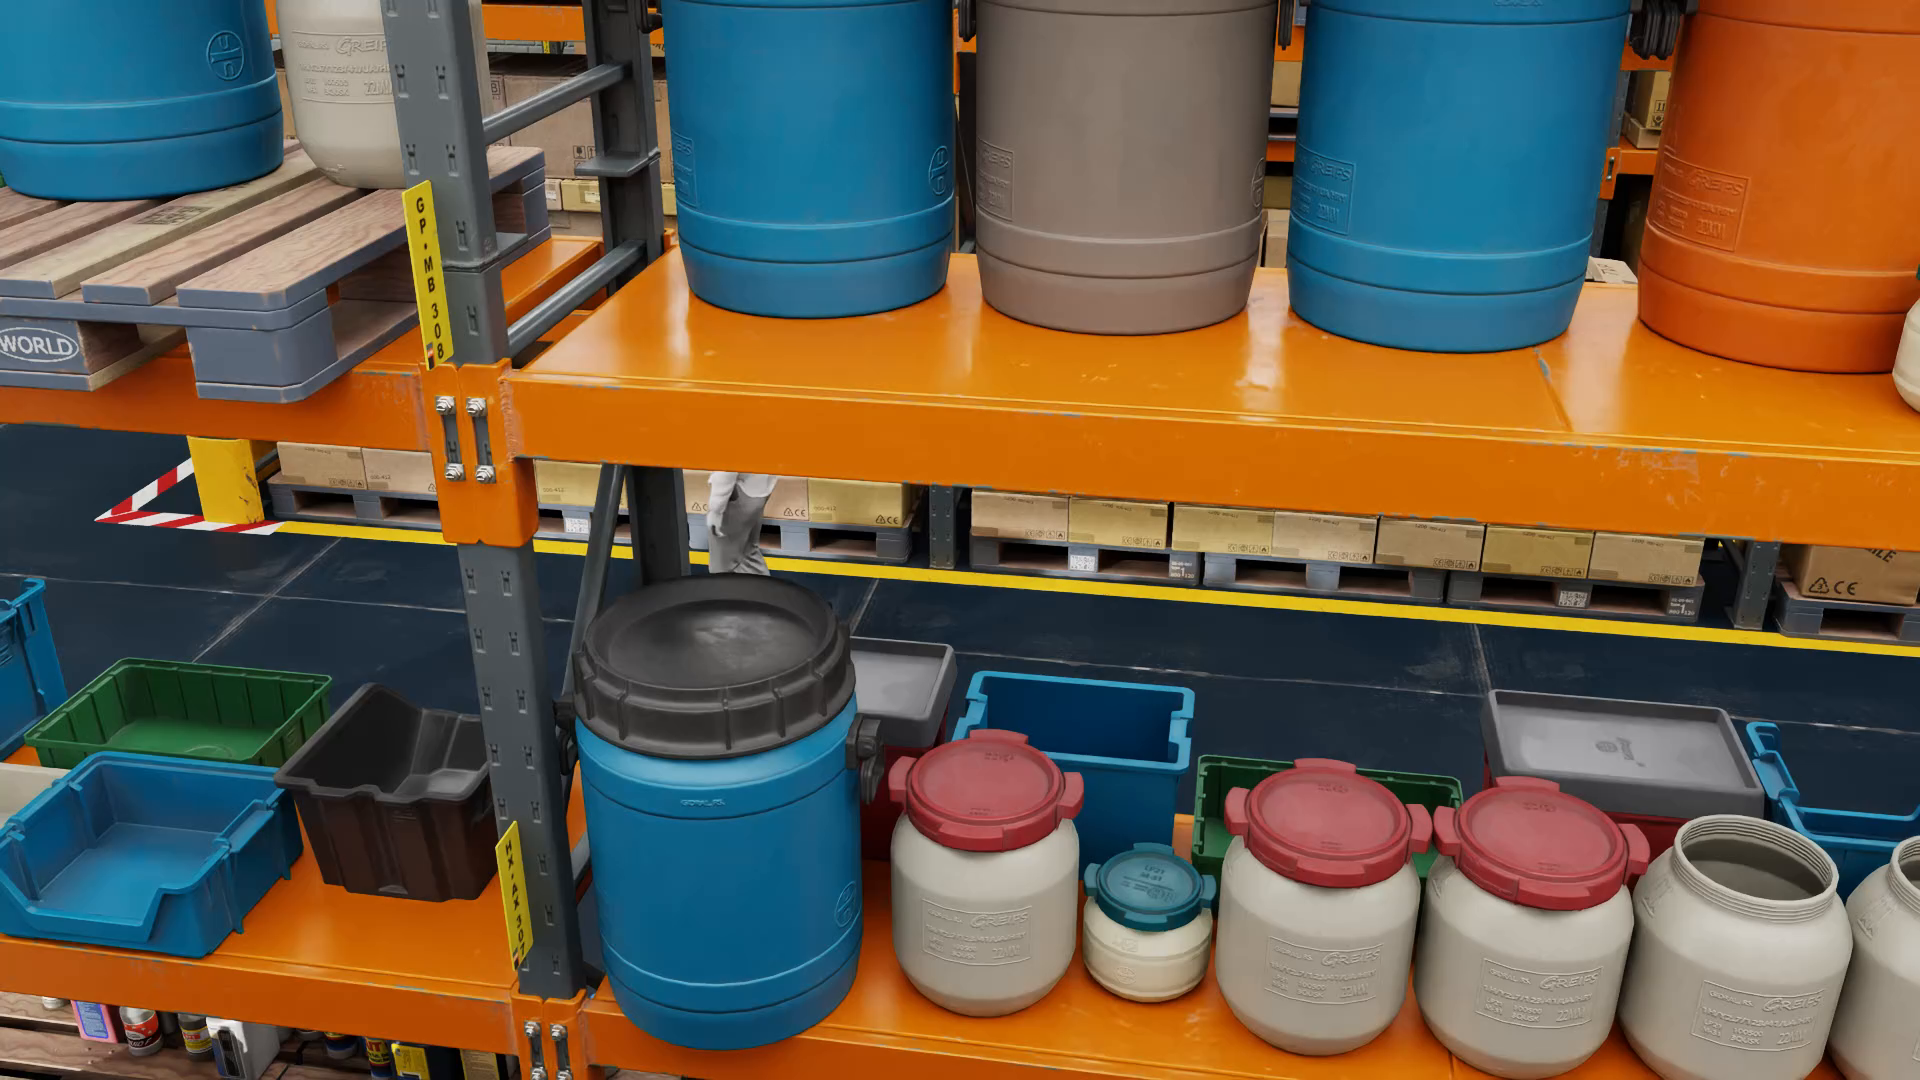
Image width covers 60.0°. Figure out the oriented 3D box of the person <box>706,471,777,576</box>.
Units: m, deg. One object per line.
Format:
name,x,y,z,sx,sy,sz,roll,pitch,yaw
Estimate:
person,-1.043,-0.222,7.573,0.407,1.666,0.545,3,25,6
